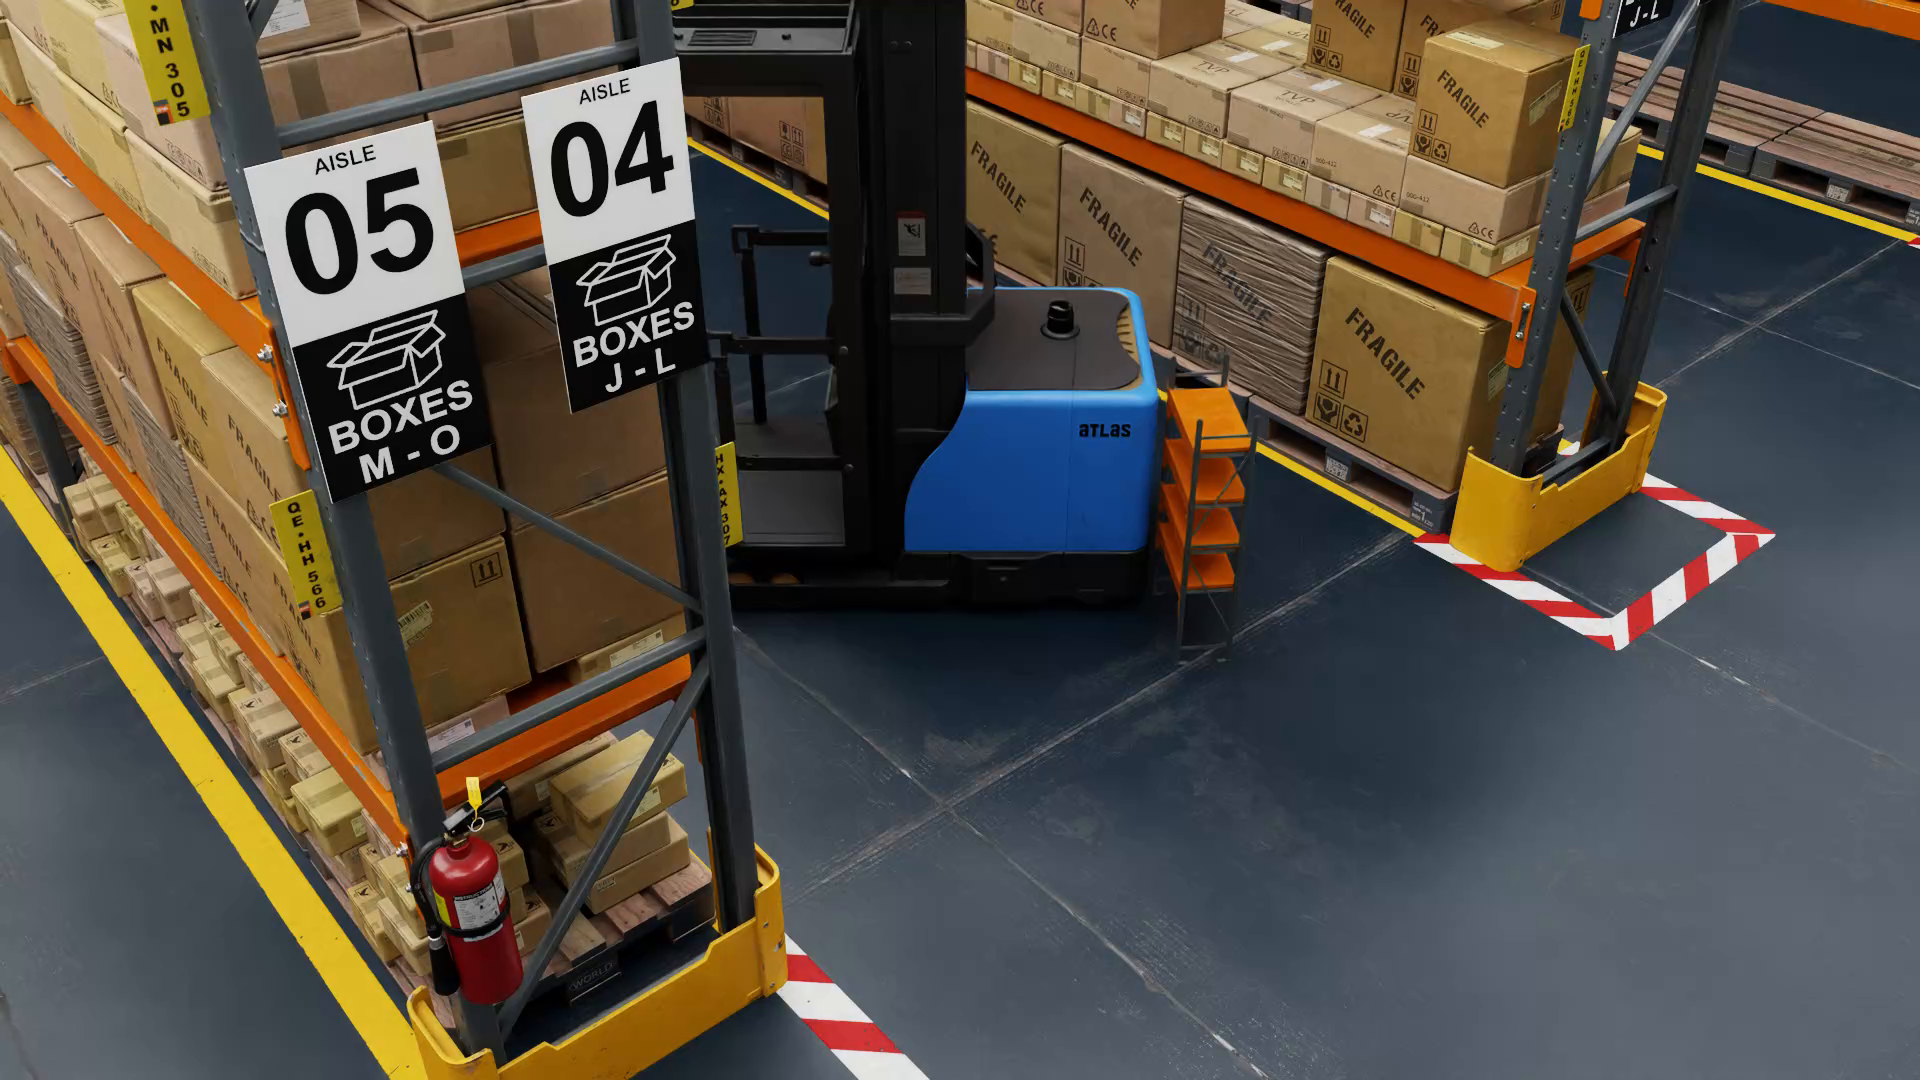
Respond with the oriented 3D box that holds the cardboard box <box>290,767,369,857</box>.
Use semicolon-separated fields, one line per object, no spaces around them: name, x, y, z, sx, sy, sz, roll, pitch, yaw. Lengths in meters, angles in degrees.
cardboard box;-1.983;0.851;5.541;0.380;0.149;0.250;-27;43;-33

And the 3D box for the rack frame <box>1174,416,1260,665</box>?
rack frame;1.022;0.026;6.675;0.240;1.200;0.015;-3;35;-5

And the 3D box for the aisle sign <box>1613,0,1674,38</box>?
aisle sign;2.606;-2.282;6.127;0.394;0.787;0.004;-26;43;-32

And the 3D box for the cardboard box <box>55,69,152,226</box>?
cardboard box;-1.896;-1.047;4.167;0.500;0.250;0.500;-26;43;-32

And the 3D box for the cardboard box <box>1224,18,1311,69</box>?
cardboard box;1.683;-2.416;8.438;0.500;0.250;0.500;-27;43;-33

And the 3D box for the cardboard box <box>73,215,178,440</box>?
cardboard box;-2.220;-0.689;4.918;0.500;0.500;0.500;-24;42;-30

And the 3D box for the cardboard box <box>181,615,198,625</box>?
cardboard box;-2.909;0.248;6.651;0.380;0.149;0.250;-24;42;-30

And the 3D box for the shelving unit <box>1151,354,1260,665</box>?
shelving unit;0.997;-0.114;6.873;0.258;1.200;0.503;-3;35;-5

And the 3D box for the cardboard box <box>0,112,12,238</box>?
cardboard box;-3.195;-1.382;5.897;0.500;0.500;0.500;-27;44;-33

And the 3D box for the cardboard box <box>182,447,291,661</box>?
cardboard box;-1.880;-0.053;4.886;0.500;0.500;0.500;-27;43;-32

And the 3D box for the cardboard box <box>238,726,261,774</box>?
cardboard box;-2.455;0.732;6.224;0.380;0.149;0.250;-25;42;-31

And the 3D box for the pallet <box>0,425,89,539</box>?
pallet;-4.150;-0.531;8.316;1.003;0.211;1.213;-26;43;-32

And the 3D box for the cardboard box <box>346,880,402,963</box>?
cardboard box;-1.807;1.202;5.560;0.380;0.149;0.250;-25;42;-30

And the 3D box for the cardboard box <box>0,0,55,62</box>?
cardboard box;-2.216;-1.487;4.356;0.500;0.250;0.500;-25;42;-31

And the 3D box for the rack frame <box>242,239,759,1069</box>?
rack frame;-1.065;0.441;4.532;1.000;3.000;0.127;-26;43;-32

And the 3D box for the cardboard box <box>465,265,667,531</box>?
cardboard box;-1.152;-0.427;4.548;0.500;0.500;0.500;-26;43;-32

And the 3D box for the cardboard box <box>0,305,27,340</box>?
cardboard box;-3.714;-0.976;6.750;0.380;0.149;0.250;-24;42;-30

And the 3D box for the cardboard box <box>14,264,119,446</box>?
cardboard box;-2.897;-0.723;5.832;0.500;0.500;0.500;-27;43;-33

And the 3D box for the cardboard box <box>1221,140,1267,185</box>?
cardboard box;1.480;-1.861;8.000;0.380;0.149;0.250;-26;43;-32

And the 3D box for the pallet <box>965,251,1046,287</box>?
pallet;0.639;-1.628;9.866;1.003;0.211;1.213;-26;43;-32

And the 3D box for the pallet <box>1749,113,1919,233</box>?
pallet;6.070;-2.453;11.030;1.003;0.211;1.213;-26;43;-32

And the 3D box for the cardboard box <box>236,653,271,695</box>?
cardboard box;-2.403;0.458;6.097;0.380;0.149;0.250;-28;44;-33

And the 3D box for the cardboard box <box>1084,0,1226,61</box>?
cardboard box;0.973;-2.742;8.249;0.500;0.500;0.500;-28;44;-33

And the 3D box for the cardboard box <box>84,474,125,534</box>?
cardboard box;-3.450;-0.203;7.030;0.380;0.149;0.250;-24;42;-30

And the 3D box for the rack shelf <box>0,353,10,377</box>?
rack shelf;-4.937;-1.915;8.481;1.077;0.370;4.000;-26;43;-32

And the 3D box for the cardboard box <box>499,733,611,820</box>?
cardboard box;-1.414;0.755;5.677;0.380;0.149;0.250;-25;42;-31

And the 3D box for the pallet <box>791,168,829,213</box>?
pallet;-0.348;-2.305;10.822;1.003;0.211;1.213;-26;43;-32

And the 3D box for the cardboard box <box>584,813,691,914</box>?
cardboard box;-1.159;1.082;5.730;0.380;0.149;0.250;-25;42;-31

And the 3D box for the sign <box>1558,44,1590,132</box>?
sign;2.366;-1.738;6.401;0.100;0.325;0.005;-26;43;-32

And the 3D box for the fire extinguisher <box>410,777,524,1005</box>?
fire extinguisher;-1.255;0.908;4.262;0.296;0.674;0.183;-26;43;-32

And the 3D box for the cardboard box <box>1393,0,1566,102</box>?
cardboard box;2.363;-2.264;7.575;0.500;0.500;0.500;-27;43;-33

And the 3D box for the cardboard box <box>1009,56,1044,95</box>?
cardboard box;0.485;-2.541;8.960;0.380;0.149;0.250;-25;42;-30

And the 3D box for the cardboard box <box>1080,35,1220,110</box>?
cardboard box;0.967;-2.438;8.469;0.500;0.250;0.500;-25;42;-31

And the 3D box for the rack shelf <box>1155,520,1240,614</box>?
rack shelf;0.997;0.103;7.027;0.258;0.148;0.480;-3;35;-5

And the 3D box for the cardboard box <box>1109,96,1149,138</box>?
cardboard box;0.981;-2.201;8.480;0.380;0.149;0.250;-25;43;-31

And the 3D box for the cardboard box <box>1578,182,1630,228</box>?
cardboard box;2.812;-1.542;7.549;0.380;0.149;0.250;-25;43;-31

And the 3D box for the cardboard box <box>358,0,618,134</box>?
cardboard box;-1.156;-1.221;3.981;0.500;0.250;0.500;-25;42;-31

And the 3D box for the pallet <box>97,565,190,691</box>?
pallet;-3.186;0.096;7.432;1.003;0.211;1.213;-26;43;-32

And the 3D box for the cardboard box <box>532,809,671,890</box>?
cardboard box;-1.207;0.984;5.611;0.380;0.149;0.250;-24;42;-30

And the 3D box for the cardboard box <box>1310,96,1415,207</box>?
cardboard box;1.947;-1.764;7.518;0.500;0.250;0.500;-27;43;-33

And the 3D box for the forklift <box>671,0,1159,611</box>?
forklift;-0.688;-1.191;6.896;3.031;2.935;1.130;0;35;0

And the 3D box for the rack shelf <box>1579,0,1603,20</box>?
rack shelf;1.498;-3.178;7.669;1.077;0.370;4.000;-26;43;-32

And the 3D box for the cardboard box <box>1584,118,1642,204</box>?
cardboard box;2.685;-1.737;7.480;0.500;0.250;0.500;-27;43;-33

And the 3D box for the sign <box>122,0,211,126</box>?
sign;-1.502;-0.947;3.130;0.100;0.325;0.005;-26;43;-32

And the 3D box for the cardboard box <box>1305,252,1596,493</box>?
cardboard box;2.315;-0.922;7.931;0.875;0.875;0.875;-26;43;-32

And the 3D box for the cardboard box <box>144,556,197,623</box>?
cardboard box;-2.962;0.140;6.546;0.380;0.149;0.250;-25;42;-31

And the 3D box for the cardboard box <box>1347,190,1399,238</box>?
cardboard box;1.977;-1.522;7.522;0.380;0.149;0.250;-26;43;-32

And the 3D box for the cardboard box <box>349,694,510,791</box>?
cardboard box;-1.491;0.505;4.659;0.380;0.149;0.250;-26;43;-32

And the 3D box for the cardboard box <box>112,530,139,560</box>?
cardboard box;-3.425;-0.097;7.138;0.380;0.149;0.250;-26;43;-31

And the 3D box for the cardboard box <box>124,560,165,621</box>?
cardboard box;-3.285;0.155;7.039;0.380;0.149;0.250;-26;43;-32

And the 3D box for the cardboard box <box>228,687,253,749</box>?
cardboard box;-2.456;0.612;6.136;0.380;0.149;0.250;-24;42;-30

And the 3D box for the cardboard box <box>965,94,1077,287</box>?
cardboard box;0.572;-2.114;9.614;0.875;0.875;0.875;-26;43;-32

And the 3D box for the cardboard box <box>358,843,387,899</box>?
cardboard box;-1.751;1.049;5.519;0.380;0.149;0.250;-27;43;-33

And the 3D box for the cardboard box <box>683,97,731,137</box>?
cardboard box;-1.375;-3.492;11.560;1.225;0.875;0.875;-26;43;-32
